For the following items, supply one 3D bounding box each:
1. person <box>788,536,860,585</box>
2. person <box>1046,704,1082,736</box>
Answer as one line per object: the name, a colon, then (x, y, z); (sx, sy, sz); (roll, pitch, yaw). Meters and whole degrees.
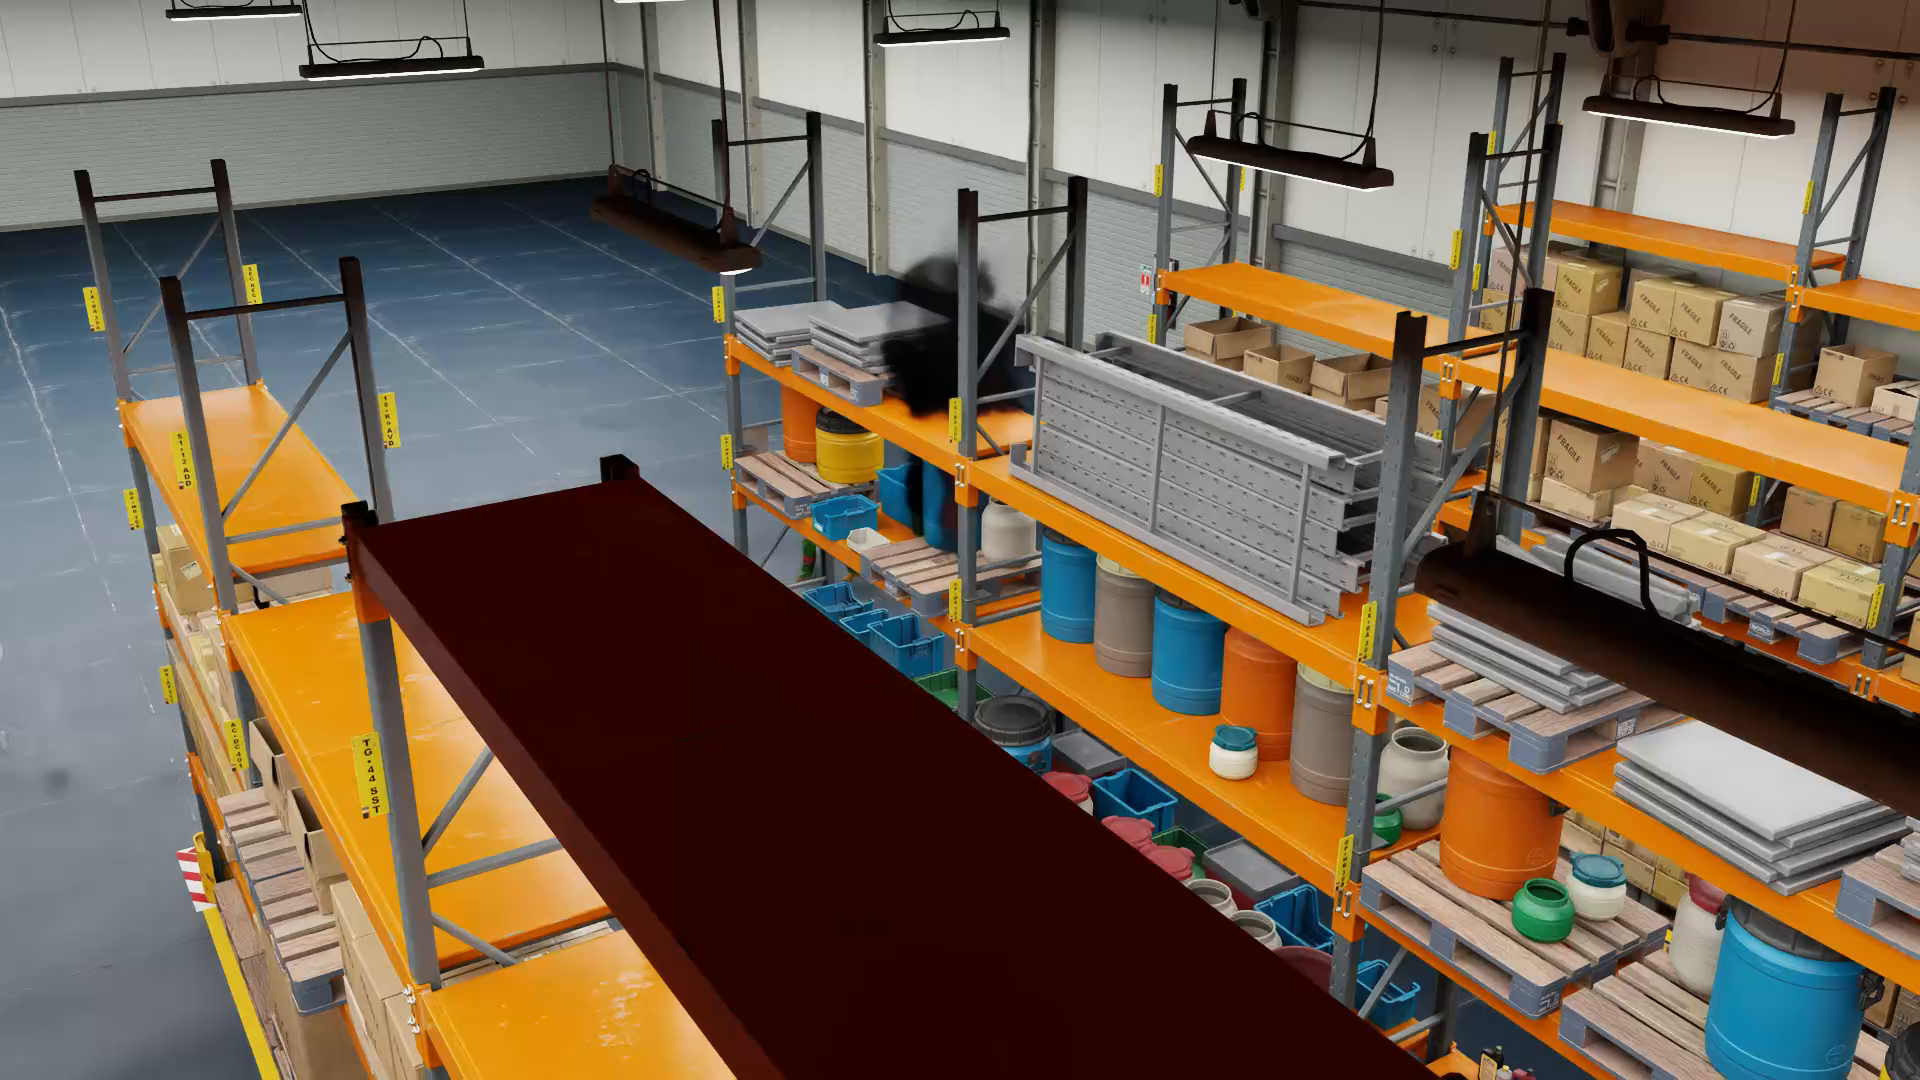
person: (-1.613, -0.261, 19.625); (0.920, 1.814, 0.630); (0, 22, -1)
person: (1.078, 1.446, 15.453); (0.699, 1.760, 0.665); (-16, 27, -34)
